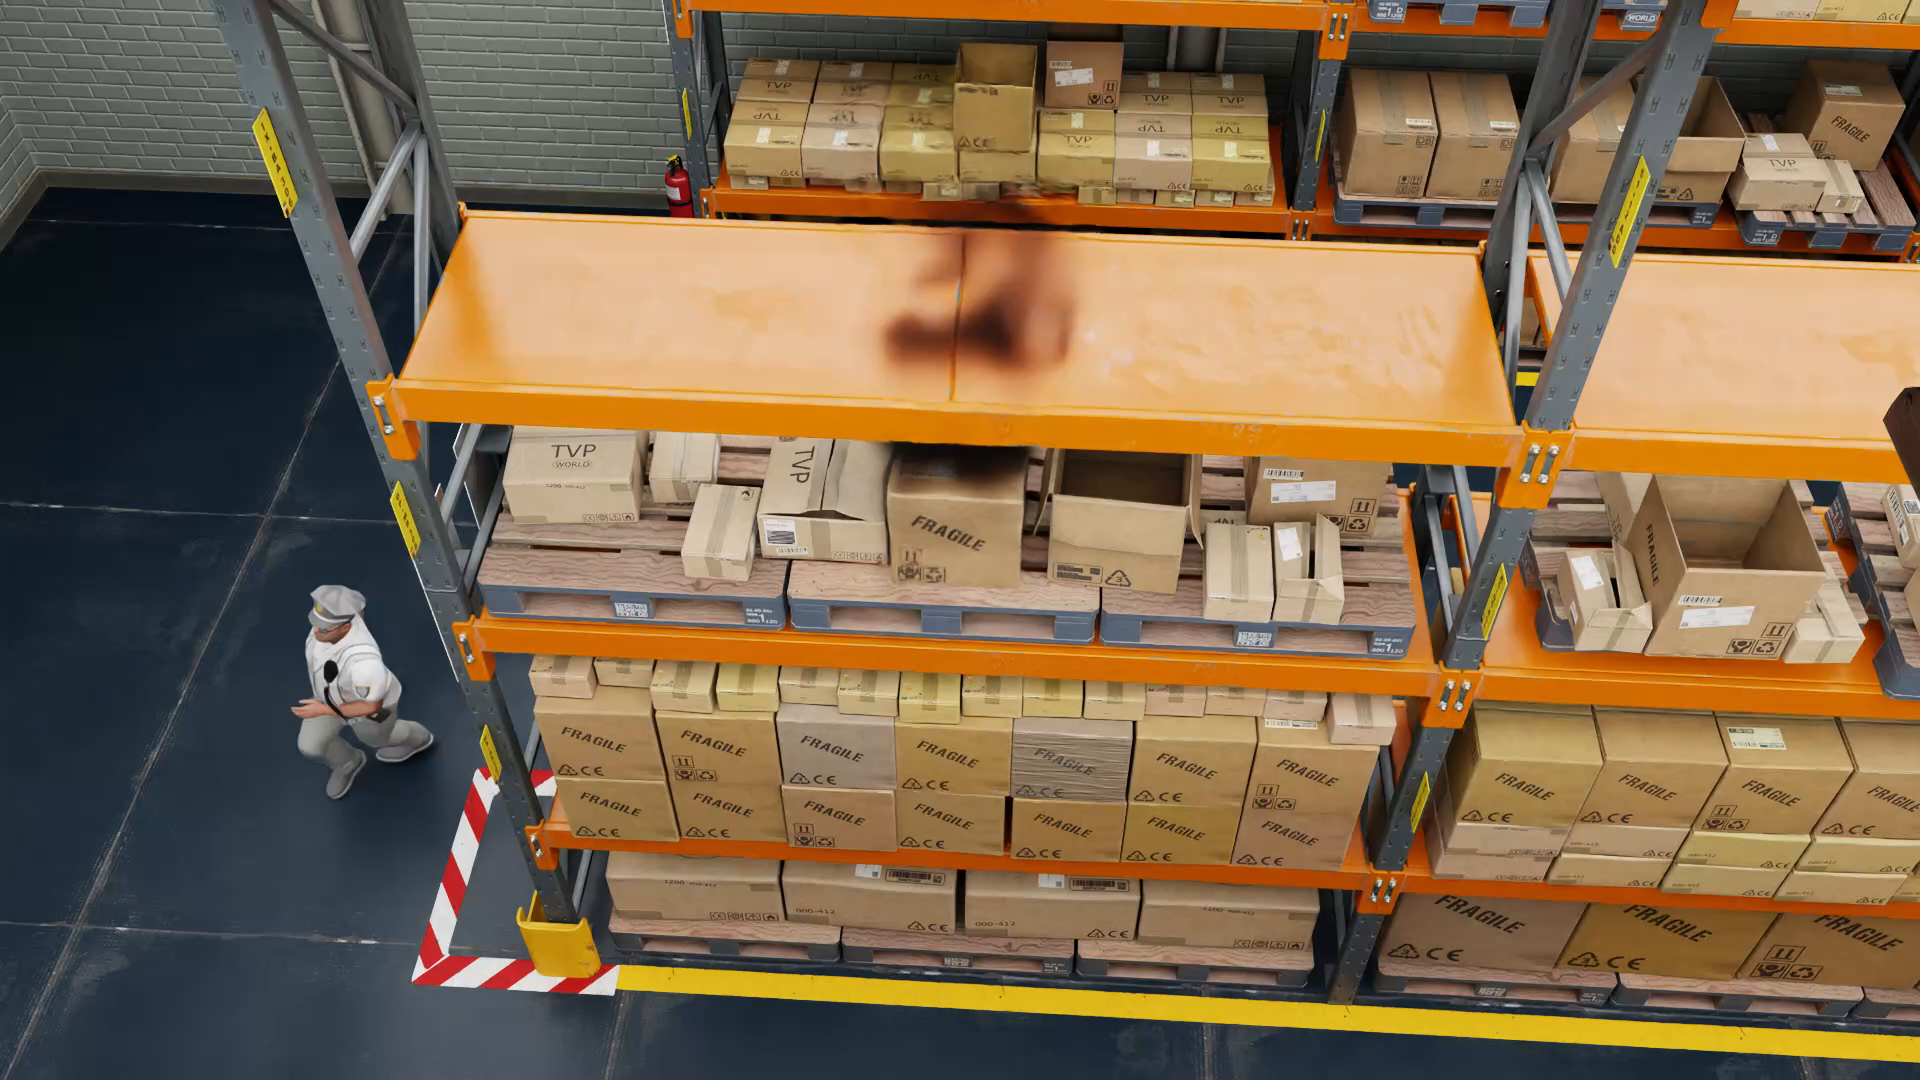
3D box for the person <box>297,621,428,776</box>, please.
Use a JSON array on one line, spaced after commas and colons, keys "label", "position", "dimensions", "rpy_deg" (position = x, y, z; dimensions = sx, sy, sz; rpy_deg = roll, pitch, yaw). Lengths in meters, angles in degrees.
[{"label": "person", "position": [-3.212, 0.835, 8.805], "dimensions": [0.509, 1.518, 0.664], "rpy_deg": [34, 56, 27]}]
